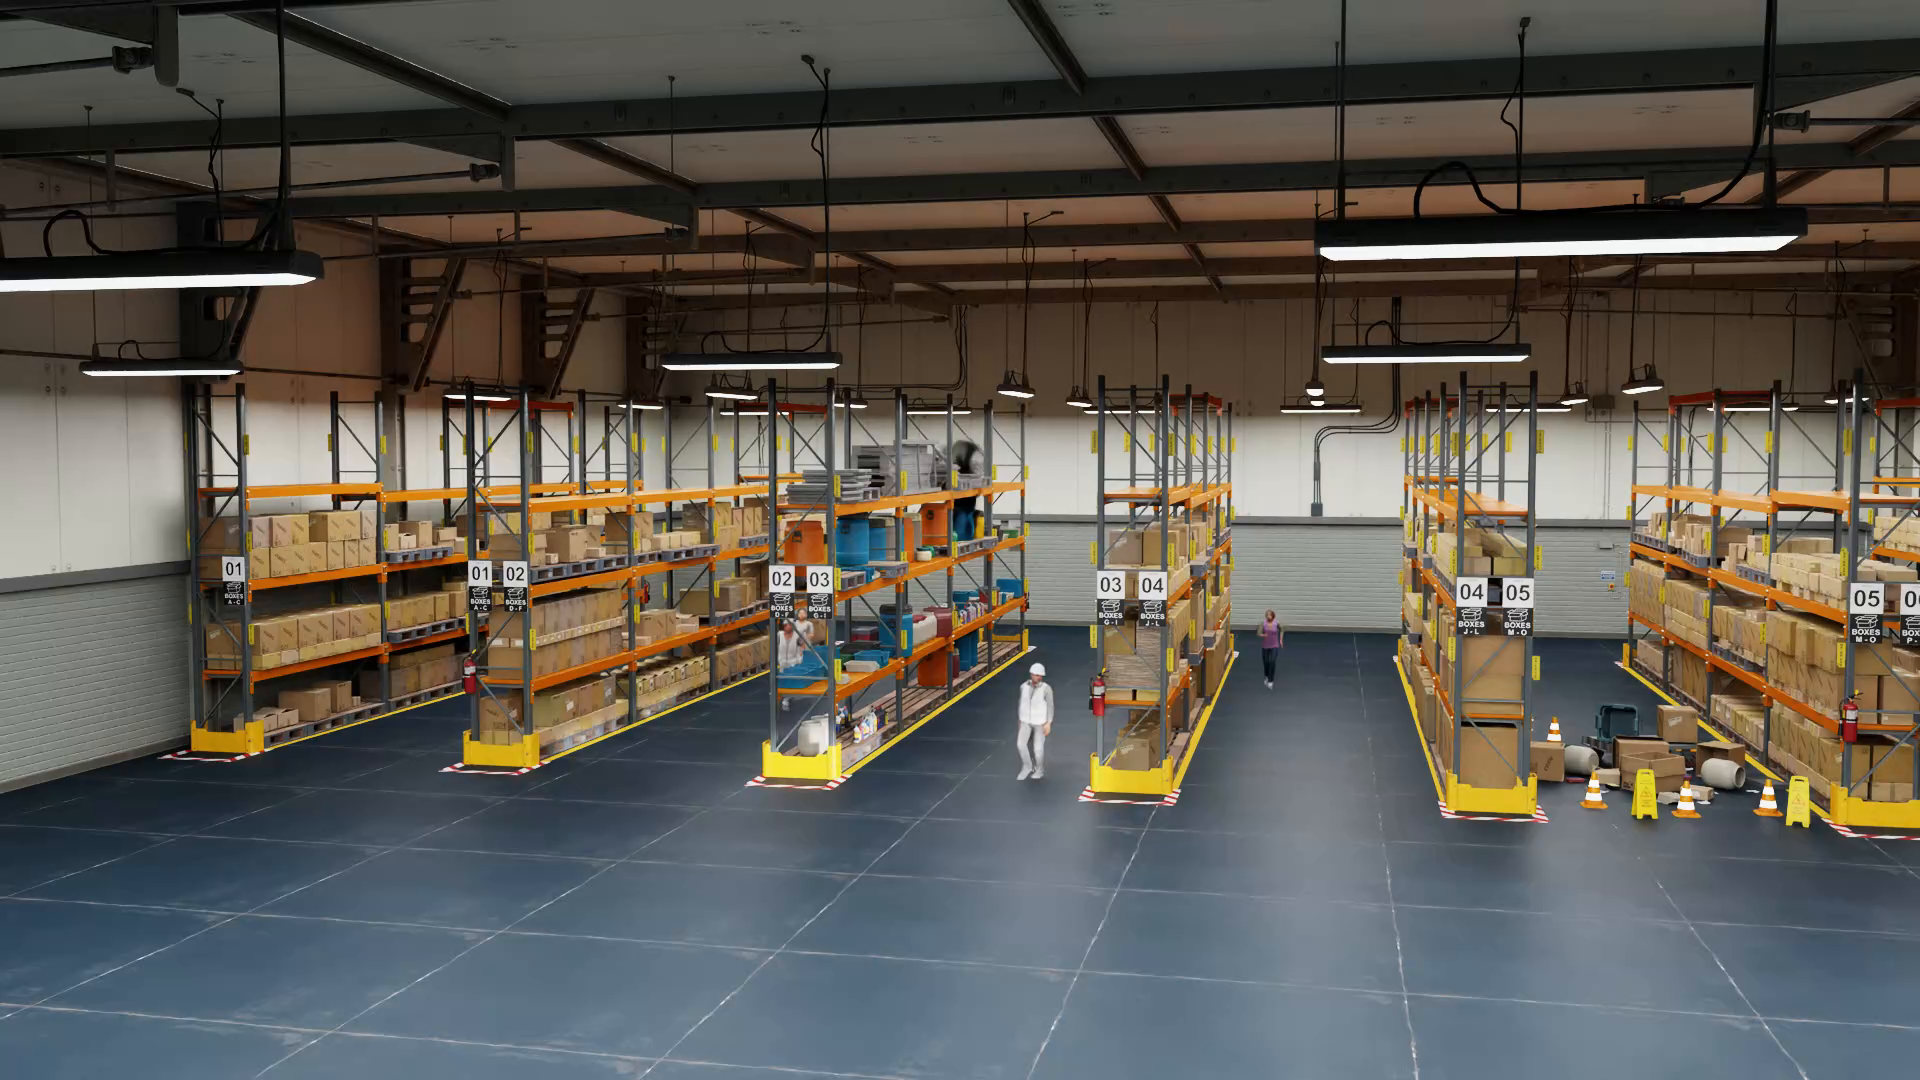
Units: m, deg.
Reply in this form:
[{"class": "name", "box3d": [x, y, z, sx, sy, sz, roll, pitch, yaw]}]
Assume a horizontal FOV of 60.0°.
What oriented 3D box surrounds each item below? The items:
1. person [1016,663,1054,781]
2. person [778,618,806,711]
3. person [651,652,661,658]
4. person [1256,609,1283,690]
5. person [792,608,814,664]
[{"class": "person", "box3d": [1.108, 2.700, 24.724, 0.611, 1.765, 0.568, 1, 3, 19]}, {"class": "person", "box3d": [-3.263, 2.335, 31.565, 0.668, 1.758, 0.692, 0, 3, 1]}, {"class": "person", "box3d": [-6.700, 2.217, 36.290, 0.597, 1.465, 1.099, 0, 3, -8]}, {"class": "person", "box3d": [6.367, 2.223, 34.191, 0.543, 1.609, 0.861, 1, 3, 12]}, {"class": "person", "box3d": [-3.246, 2.230, 33.960, 0.544, 1.680, 0.699, 0, 3, -1]}]
